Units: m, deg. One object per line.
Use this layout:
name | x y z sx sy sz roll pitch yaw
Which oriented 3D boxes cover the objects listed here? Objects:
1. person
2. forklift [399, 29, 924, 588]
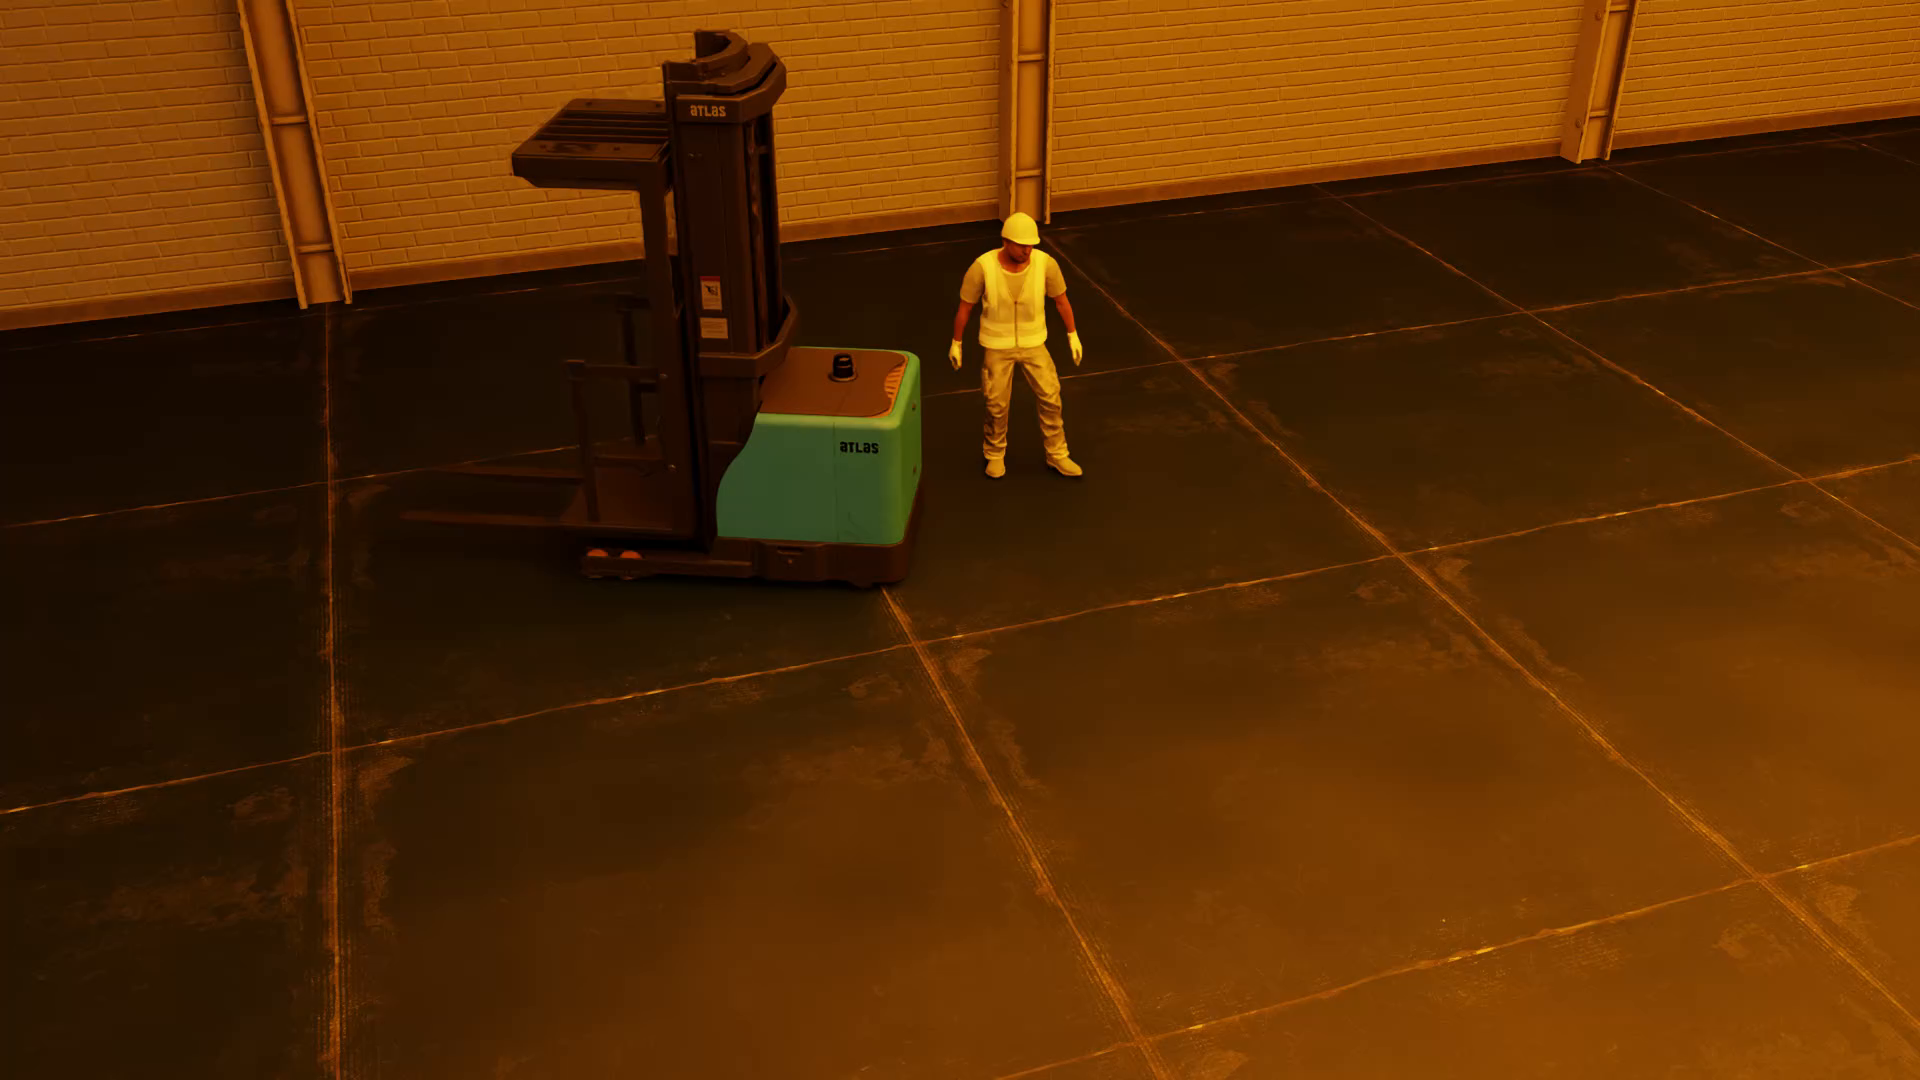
person | 0.357 -1.209 10.372 0.840 1.751 0.426 -5 30 -8
forklift | -1.772 -1.296 9.340 3.031 2.935 1.130 3 30 5
